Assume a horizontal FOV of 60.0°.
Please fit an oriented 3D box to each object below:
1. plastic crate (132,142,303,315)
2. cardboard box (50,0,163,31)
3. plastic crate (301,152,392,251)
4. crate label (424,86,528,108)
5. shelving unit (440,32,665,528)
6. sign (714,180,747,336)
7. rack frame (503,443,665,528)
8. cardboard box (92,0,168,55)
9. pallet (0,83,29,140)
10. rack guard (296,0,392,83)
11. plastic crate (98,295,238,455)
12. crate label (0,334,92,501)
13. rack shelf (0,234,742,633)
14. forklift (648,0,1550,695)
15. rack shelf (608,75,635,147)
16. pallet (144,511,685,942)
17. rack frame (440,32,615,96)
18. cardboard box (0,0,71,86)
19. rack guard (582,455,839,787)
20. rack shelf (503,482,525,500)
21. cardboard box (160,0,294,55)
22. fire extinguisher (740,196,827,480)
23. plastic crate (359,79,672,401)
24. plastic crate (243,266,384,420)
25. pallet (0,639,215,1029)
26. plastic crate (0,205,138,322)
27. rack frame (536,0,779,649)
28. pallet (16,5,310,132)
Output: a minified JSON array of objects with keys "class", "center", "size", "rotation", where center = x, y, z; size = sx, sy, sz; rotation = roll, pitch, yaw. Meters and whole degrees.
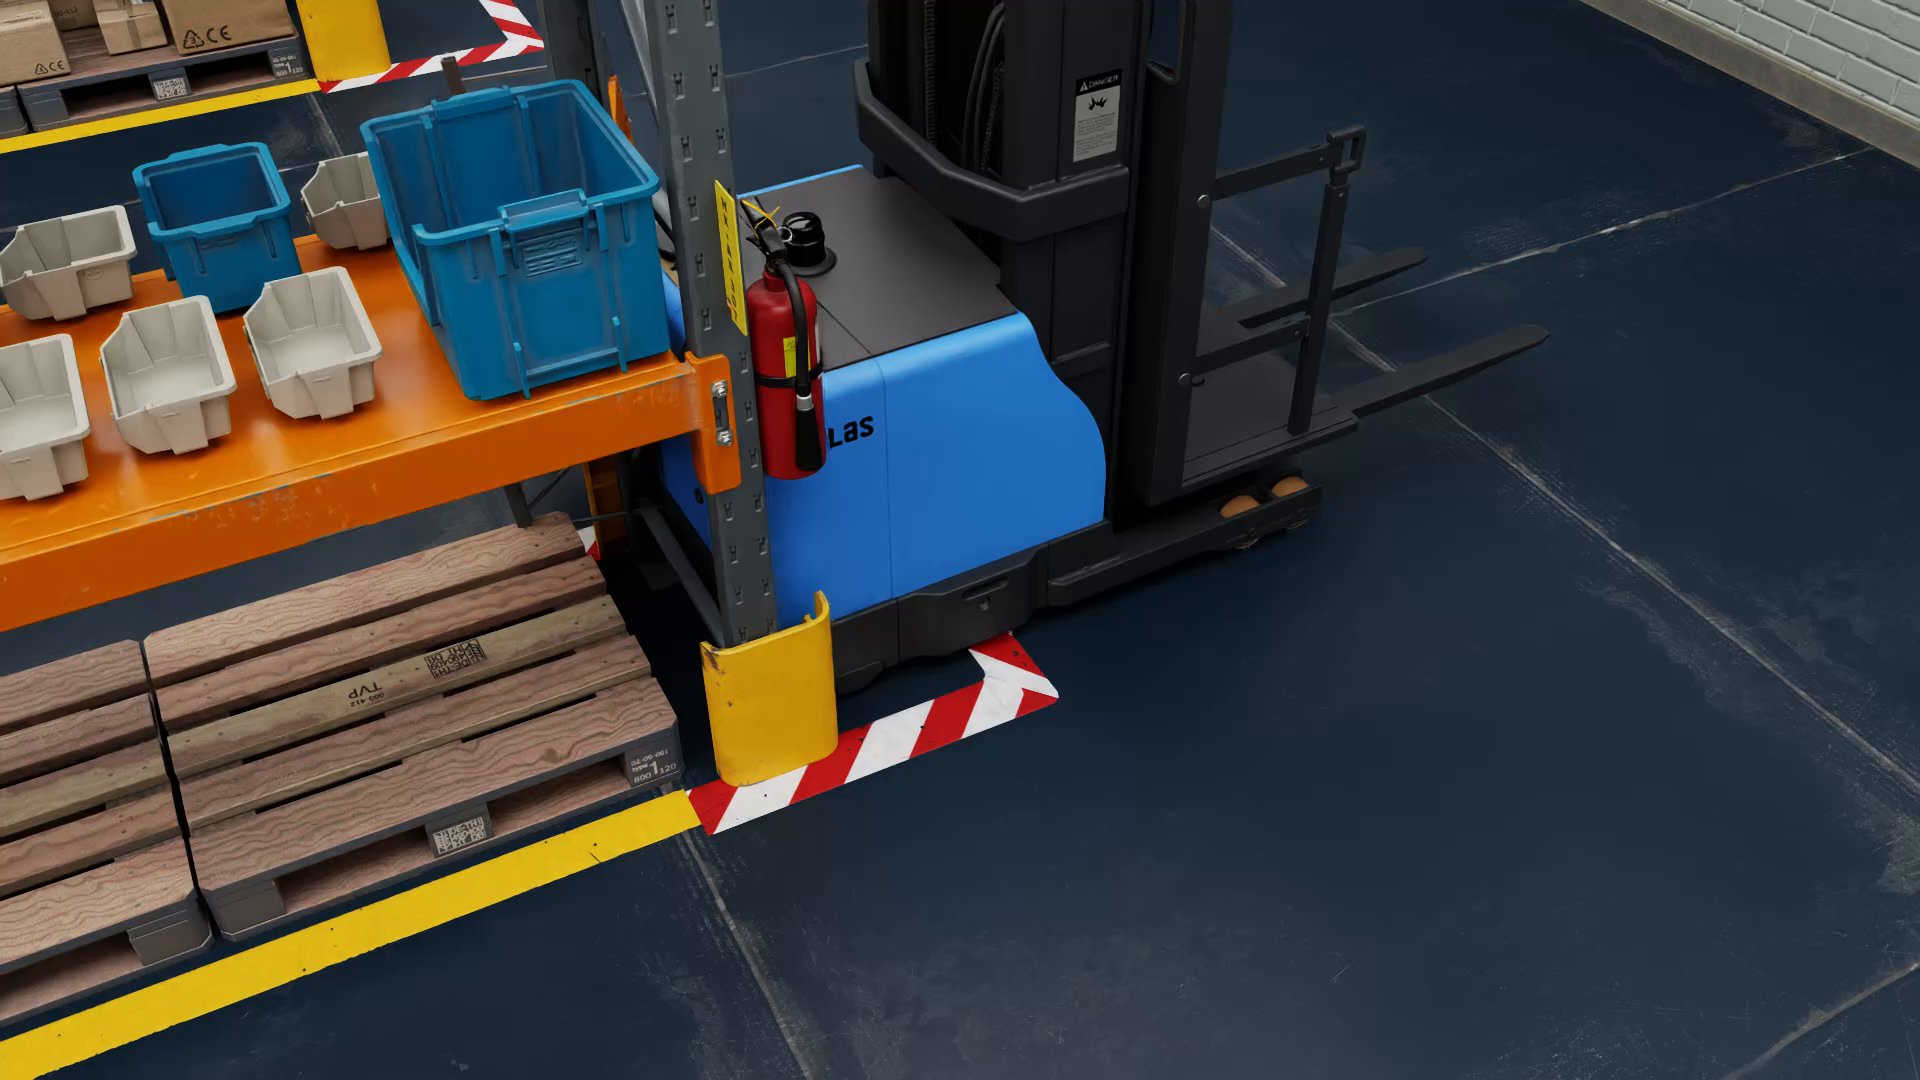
[{"class":"plastic crate","center":[-1.705,-0.715,3.857],"size":[0.300,0.233,0.416],"rotation":[-19,44,-21]},{"class":"cardboard box","center":[-4.091,-2.647,7.843],"size":[0.500,0.250,0.500],"rotation":[-19,44,-21]},{"class":"plastic crate","center":[-1.444,-0.827,4.063],"size":[0.298,0.136,0.250],"rotation":[-19,44,-21]},{"class":"crate label","center":[-1.121,-0.912,4.089],"size":[0.303,0.233,0.416],"rotation":[-19,44,-21]},{"class":"shelving unit","center":[-1.200,-0.757,5.067],"size":[0.538,1.125,1.048],"rotation":[-10,42,-3]},{"class":"sign","center":[-0.481,-0.590,3.499],"size":[0.005,0.325,0.100],"rotation":[-19,44,-21]},{"class":"rack frame","center":[-1.122,-0.426,4.689],"size":[0.500,1.125,0.032],"rotation":[-10,42,-3]},{"class":"cardboard box","center":[-3.804,-2.391,7.606],"size":[0.250,0.166,0.380],"rotation":[-19,44,-21]},{"class":"pallet","center":[-4.889,-1.990,7.438],"size":[1.213,0.211,1.003],"rotation":[-19,44,-21]},{"class":"rack guard","center":[-3.102,-2.701,8.054],"size":[0.348,0.500,1.175],"rotation":[-19,44,-21]},{"class":"plastic crate","center":[-1.653,-0.335,3.482],"size":[0.243,0.136,0.396],"rotation":[-19,44,-21]},{"class":"crate label","center":[-1.889,-0.238,3.367],"size":[0.243,0.136,0.396],"rotation":[-19,44,-21]},{"class":"rack shelf","center":[-2.524,0.034,3.445],"size":[4.000,0.370,1.077],"rotation":[-19,44,-21]},{"class":"forklift","center":[0.560,-1.369,4.599],"size":[3.031,2.935,1.130],"rotation":[-20,44,-22]},{"class":"rack shelf","center":[-1.228,-0.973,4.871],"size":[0.538,0.278,1.000],"rotation":[-10,42,-3]},{"class":"pallet","center":[-1.499,0.450,4.555],"size":[1.213,0.211,1.003],"rotation":[-19,44,-21]},{"class":"rack frame","center":[-1.278,-1.088,5.444],"size":[0.500,1.125,0.032],"rotation":[-10,42,-3]},{"class":"cardboard box","center":[-4.260,-2.226,7.346],"size":[0.500,0.250,0.500],"rotation":[-19,44,-21]},{"class":"rack guard","center":[-0.735,0.102,4.743],"size":[0.348,0.500,1.175],"rotation":[-19,44,-21]},{"class":"rack shelf","center":[-1.176,-0.577,5.230],"size":[0.538,0.278,1.000],"rotation":[-10,42,-3]},{"class":"cardboard box","center":[-3.403,-2.588,7.580],"size":[0.500,0.500,0.500],"rotation":[-19,44,-21]},{"class":"fire extinguisher","center":[-0.406,-0.451,3.809],"size":[0.183,0.674,0.296],"rotation":[-19,44,-21]},{"class":"plastic crate","center":[-0.961,-0.667,3.643],"size":[0.499,0.435,0.616],"rotation":[-19,44,-21]},{"class":"plastic crate","center":[-1.390,-0.413,3.574],"size":[0.243,0.136,0.396],"rotation":[-19,44,-21]},{"class":"pallet","center":[-2.580,0.812,4.128],"size":[1.213,0.211,1.003],"rotation":[-19,44,-21]},{"class":"plastic crate","center":[-2.045,-0.624,3.824],"size":[0.298,0.136,0.250],"rotation":[-19,44,-21]},{"class":"rack frame","center":[-0.750,-0.838,3.918],"size":[0.127,3.000,1.000],"rotation":[-19,44,-21]},{"class":"pallet","center":[-3.809,-2.352,7.865],"size":[1.213,0.211,1.003],"rotation":[-19,44,-21]}]
